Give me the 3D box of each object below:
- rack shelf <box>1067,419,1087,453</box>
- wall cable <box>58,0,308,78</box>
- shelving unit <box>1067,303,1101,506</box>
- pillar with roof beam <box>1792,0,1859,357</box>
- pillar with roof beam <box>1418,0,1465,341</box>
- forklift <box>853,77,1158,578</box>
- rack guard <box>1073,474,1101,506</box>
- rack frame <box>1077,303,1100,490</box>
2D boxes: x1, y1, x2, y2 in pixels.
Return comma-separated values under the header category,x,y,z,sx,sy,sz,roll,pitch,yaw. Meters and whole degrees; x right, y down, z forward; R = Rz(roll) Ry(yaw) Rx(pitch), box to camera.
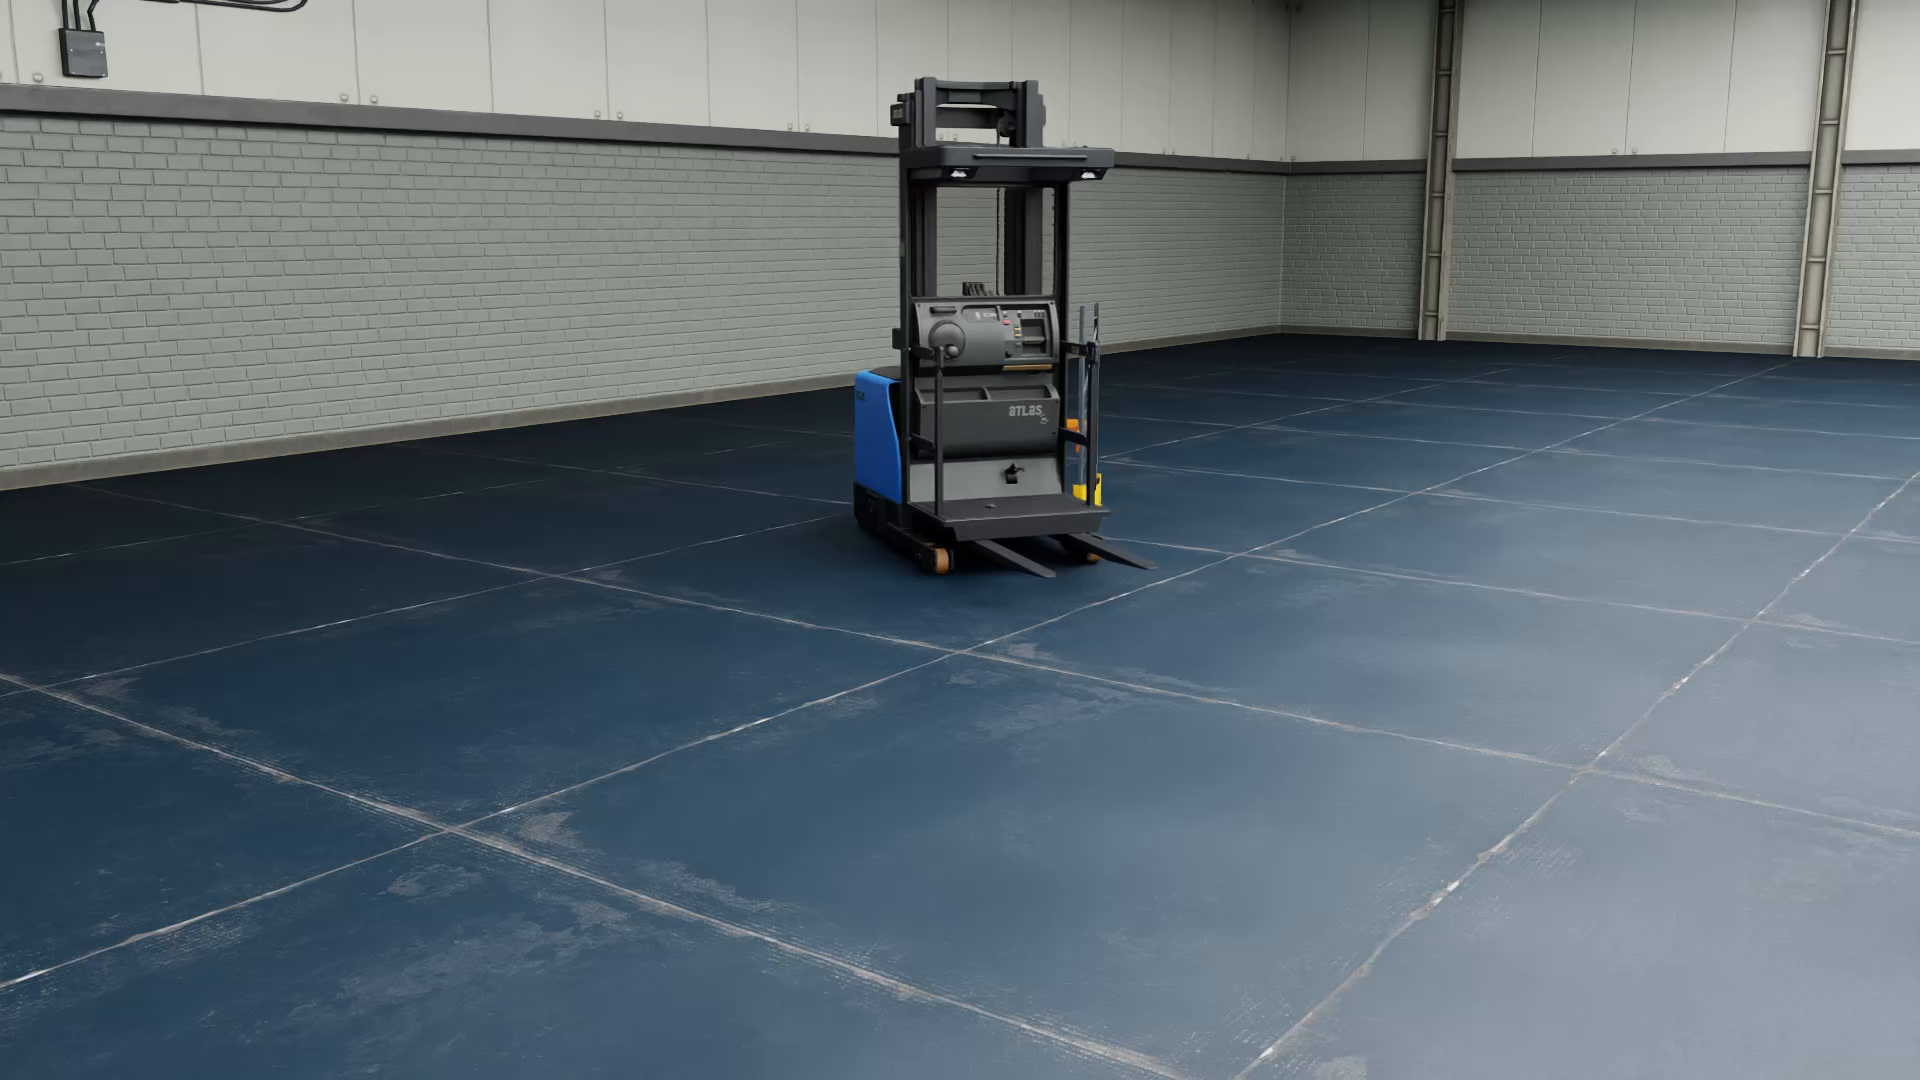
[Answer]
category,x,y,z,sx,sy,sz,roll,pitch,yaw
rack shelf,0.431,-0.779,12.055,1.000,0.185,0.538,3,11,17
wall cable,-6.314,-6.769,13.372,0.169,6.003,2.305,8,13,36
shelving unit,0.440,-0.955,12.018,1.083,1.500,0.587,3,11,17
pillar with roof beam,10.579,-6.603,21.467,0.400,9.000,9.100,8,13,36
pillar with roof beam,5.743,-7.277,24.953,0.400,9.000,9.100,8,13,36
forklift,0.247,-1.316,10.113,1.130,2.935,3.031,-4,12,-20
rack guard,0.915,-0.313,11.992,0.087,0.250,0.587,3,11,17
rack frame,0.917,-0.927,11.873,0.032,1.500,0.500,3,11,17
